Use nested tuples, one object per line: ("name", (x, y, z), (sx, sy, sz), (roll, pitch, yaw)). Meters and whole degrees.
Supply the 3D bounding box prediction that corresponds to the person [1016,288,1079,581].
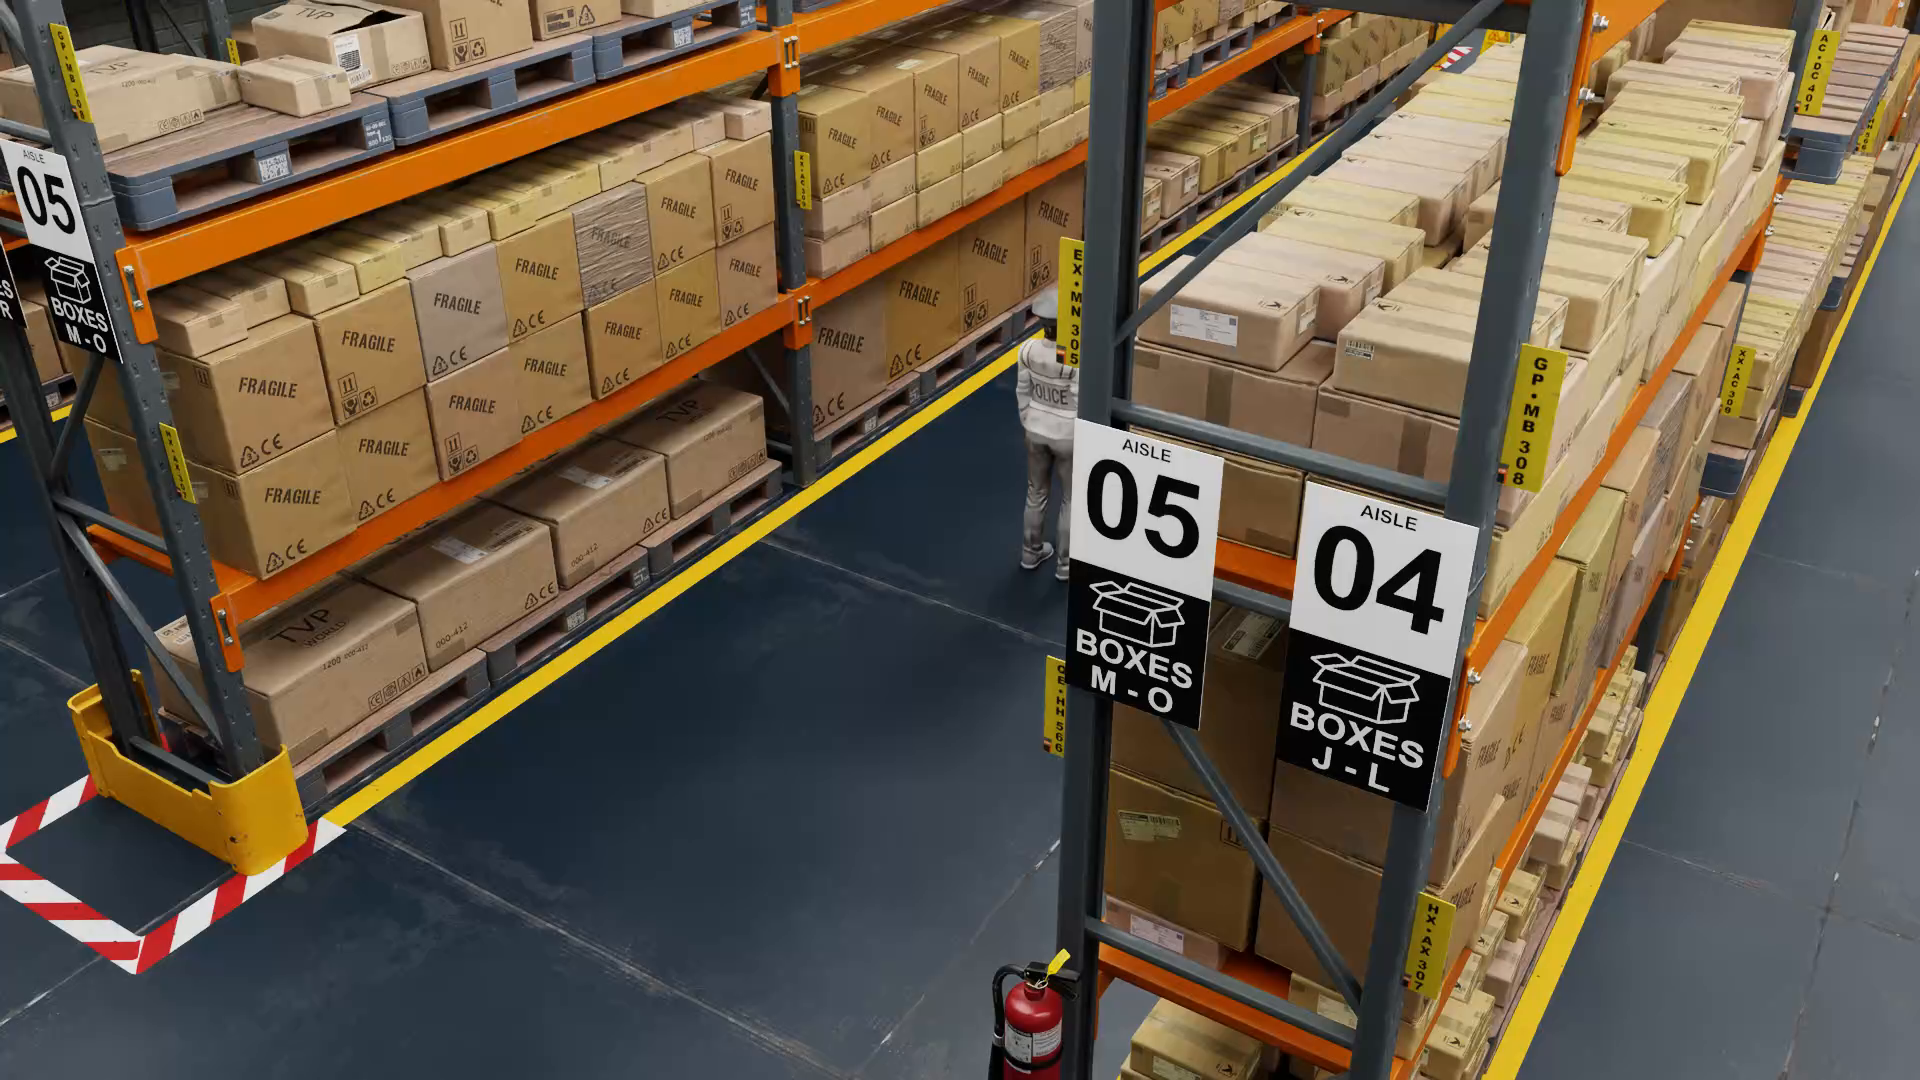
("person", (0.525, -0.577, 9.143), (0.467, 1.679, 0.341), (19, 35, 28))
